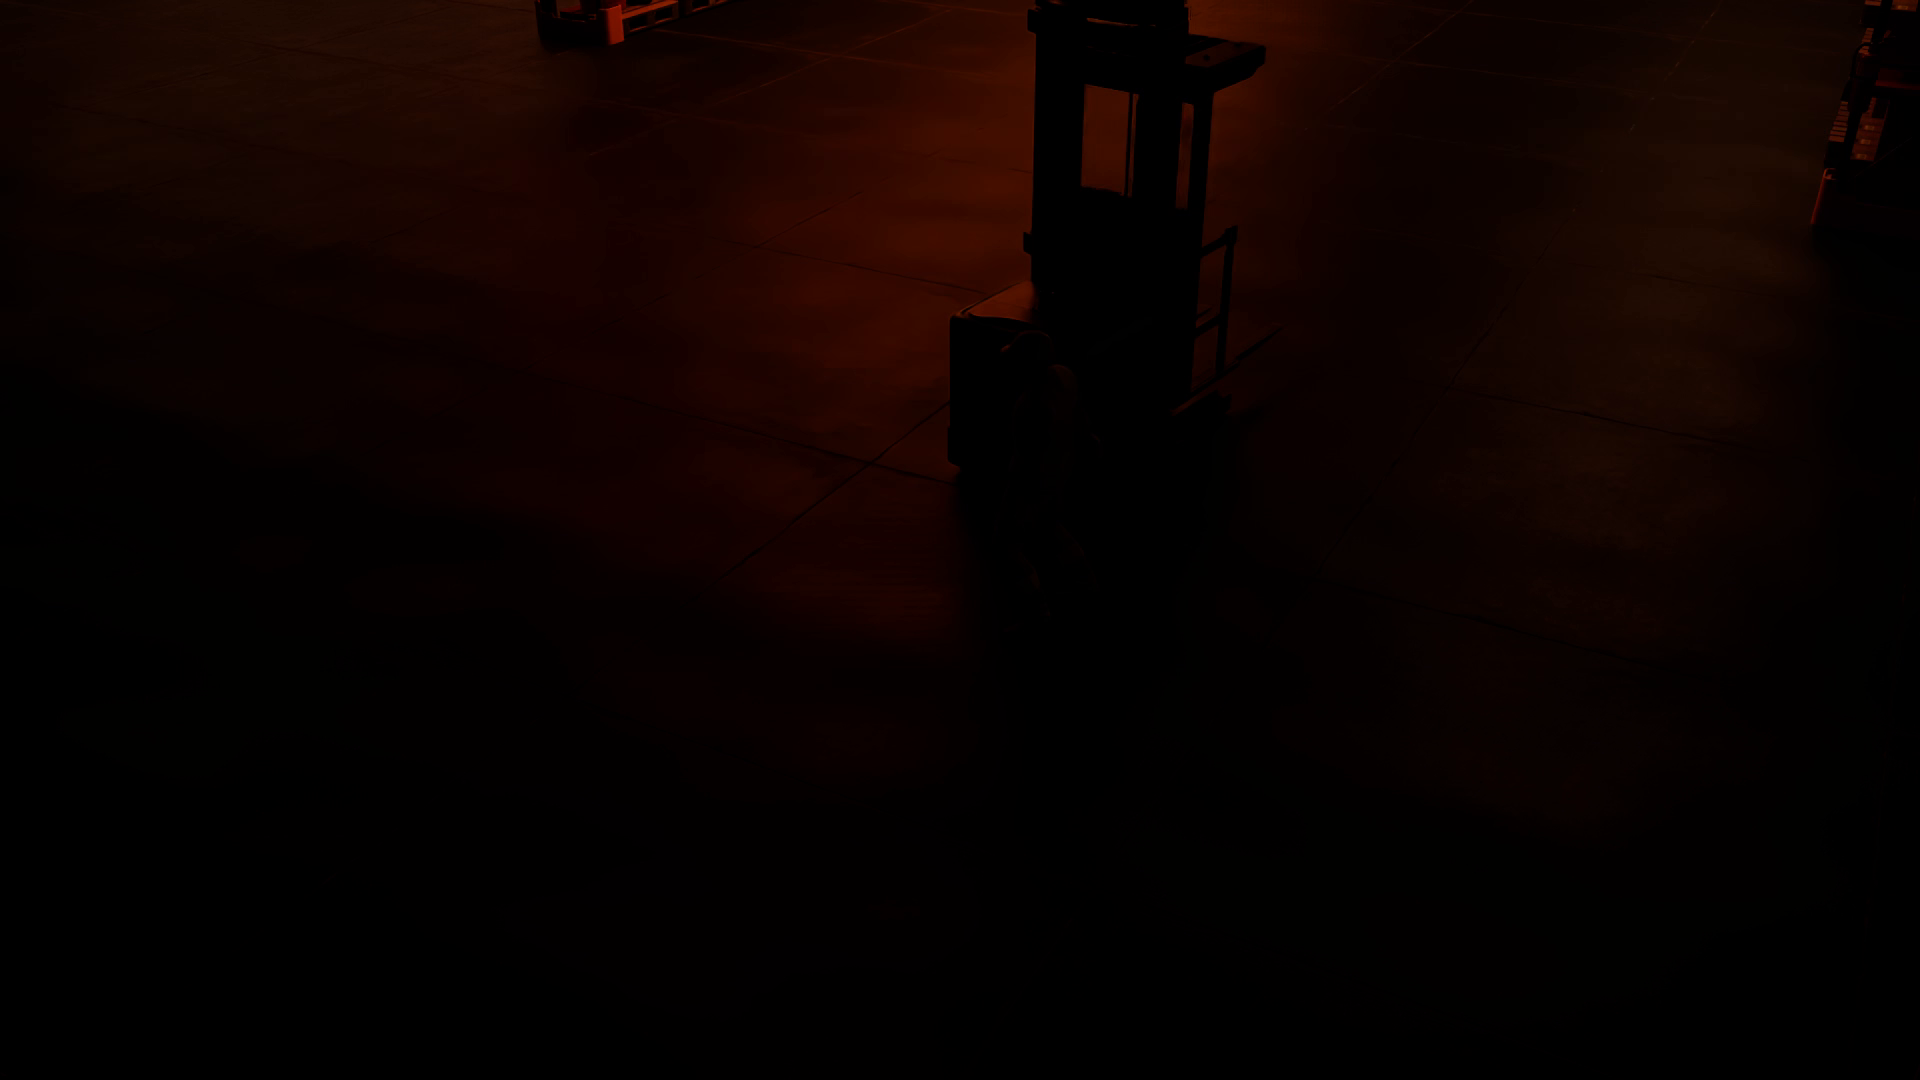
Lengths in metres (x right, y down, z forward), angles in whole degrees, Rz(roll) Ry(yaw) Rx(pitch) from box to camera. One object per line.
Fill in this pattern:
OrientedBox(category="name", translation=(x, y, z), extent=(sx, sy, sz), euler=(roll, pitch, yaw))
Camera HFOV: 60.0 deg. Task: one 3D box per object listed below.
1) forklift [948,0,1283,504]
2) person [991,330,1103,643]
OrientedBox(category="forklift", translation=(1.212, -2.170, 10.830), extent=(1.130, 2.935, 3.031), euler=(21, 36, 32))
OrientedBox(category="person", translation=(0.513, -0.350, 8.931), extent=(0.503, 1.734, 0.894), euler=(15, 33, 24))
